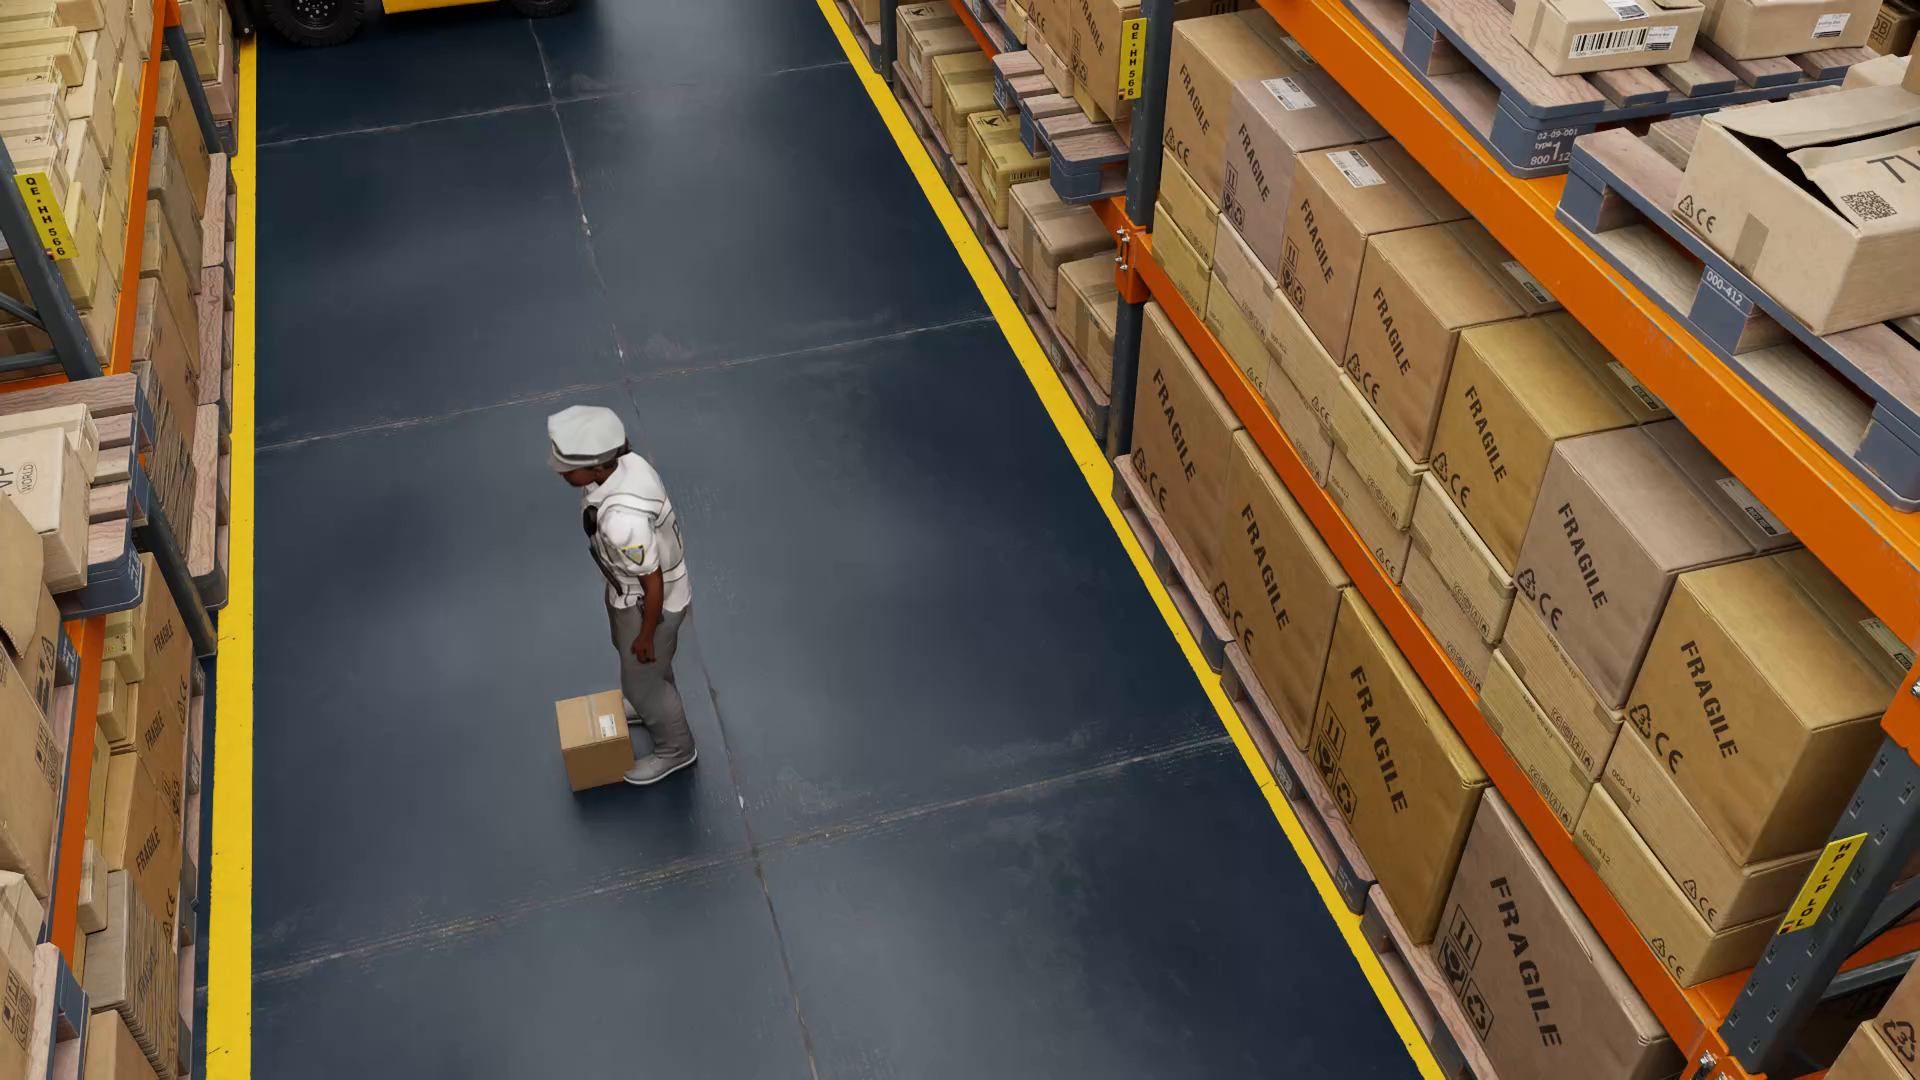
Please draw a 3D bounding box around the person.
[{"bbox_3d":[-1.169,0.192,5.952,0.395,1.658,0.525,-14,44,-15],"label":"person"}]
